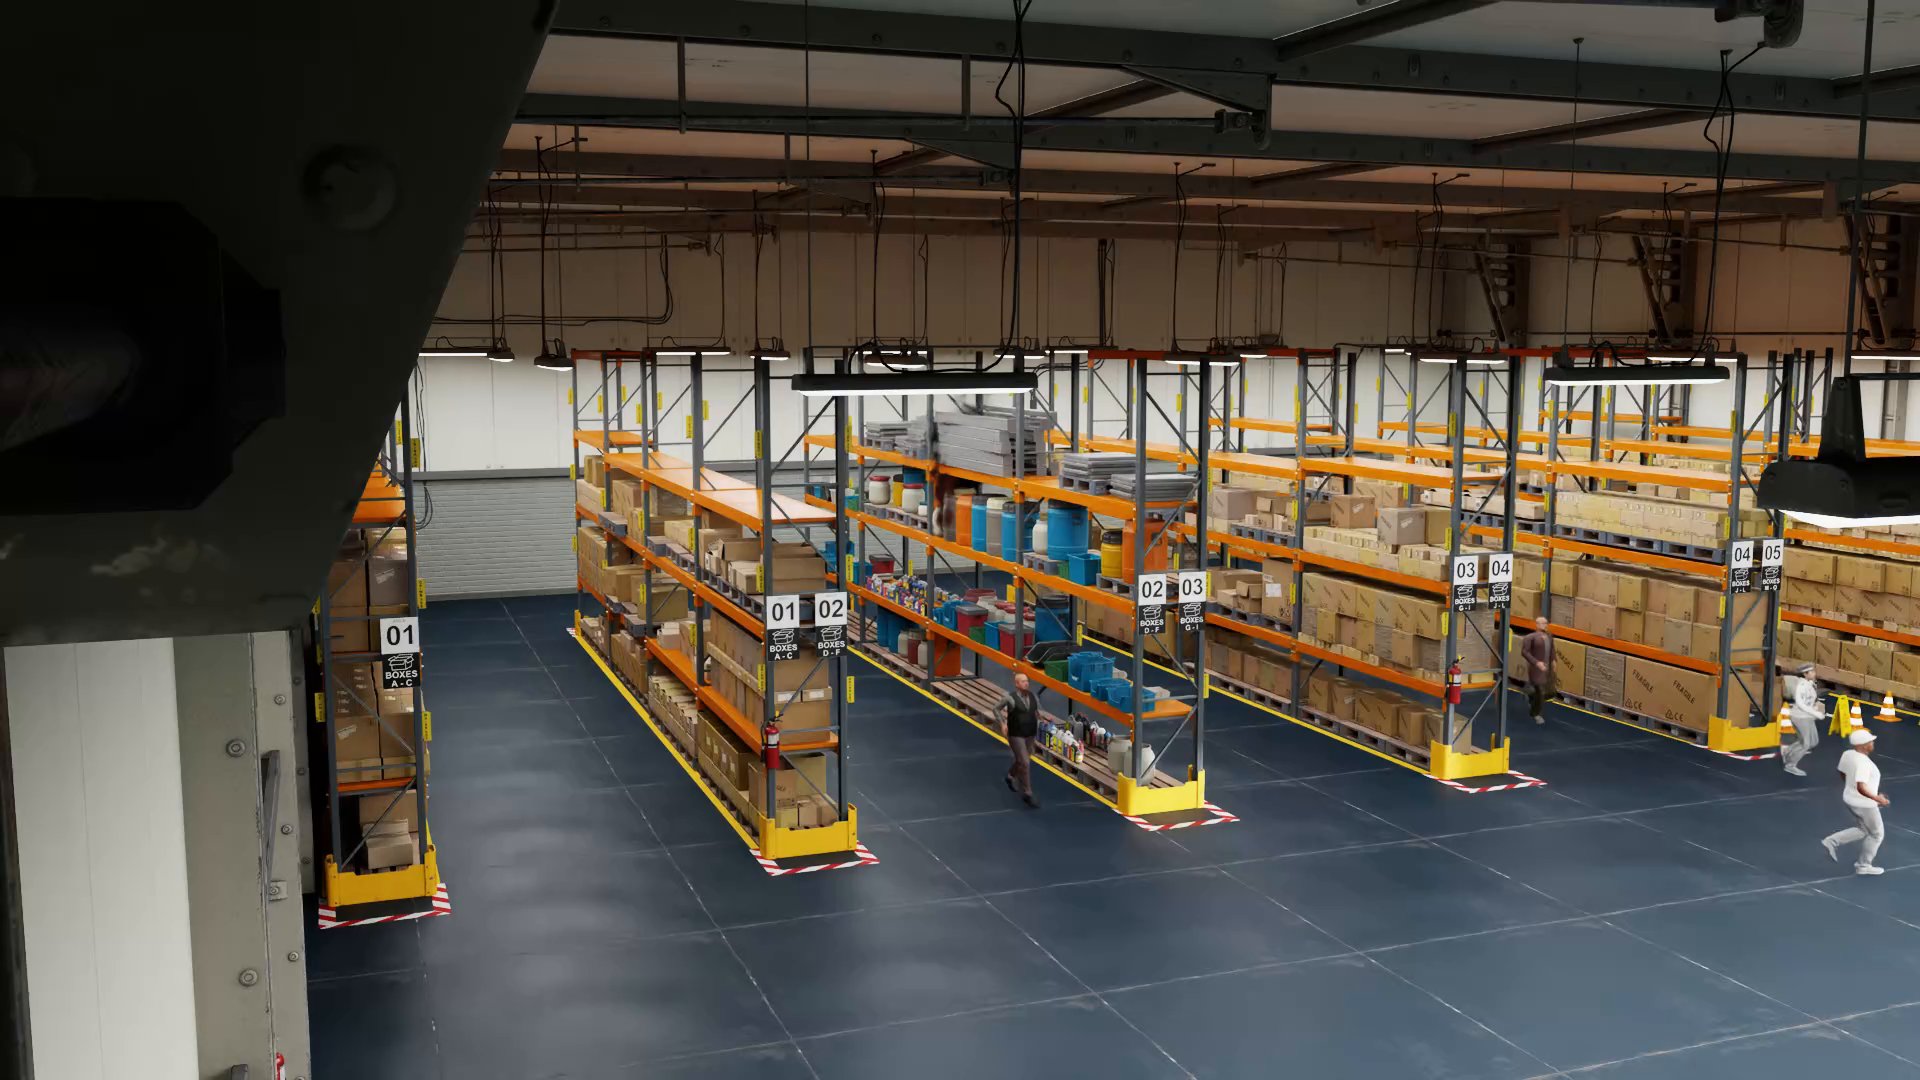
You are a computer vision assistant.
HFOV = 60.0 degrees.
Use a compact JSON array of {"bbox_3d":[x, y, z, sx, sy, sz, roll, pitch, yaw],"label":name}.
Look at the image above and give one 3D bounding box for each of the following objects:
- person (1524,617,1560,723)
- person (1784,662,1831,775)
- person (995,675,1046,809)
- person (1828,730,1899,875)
[{"bbox_3d":[9.494,2.118,27.078,0.746,1.727,0.652,-3,8,-26],"label":"person"},{"bbox_3d":[12.192,2.545,23.852,0.550,1.654,0.636,5,8,33],"label":"person"},{"bbox_3d":[0.866,2.671,22.429,0.652,1.717,0.942,-5,9,-35],"label":"person"},{"bbox_3d":[10.565,3.066,19.462,0.609,1.717,0.697,1,7,7],"label":"person"}]
